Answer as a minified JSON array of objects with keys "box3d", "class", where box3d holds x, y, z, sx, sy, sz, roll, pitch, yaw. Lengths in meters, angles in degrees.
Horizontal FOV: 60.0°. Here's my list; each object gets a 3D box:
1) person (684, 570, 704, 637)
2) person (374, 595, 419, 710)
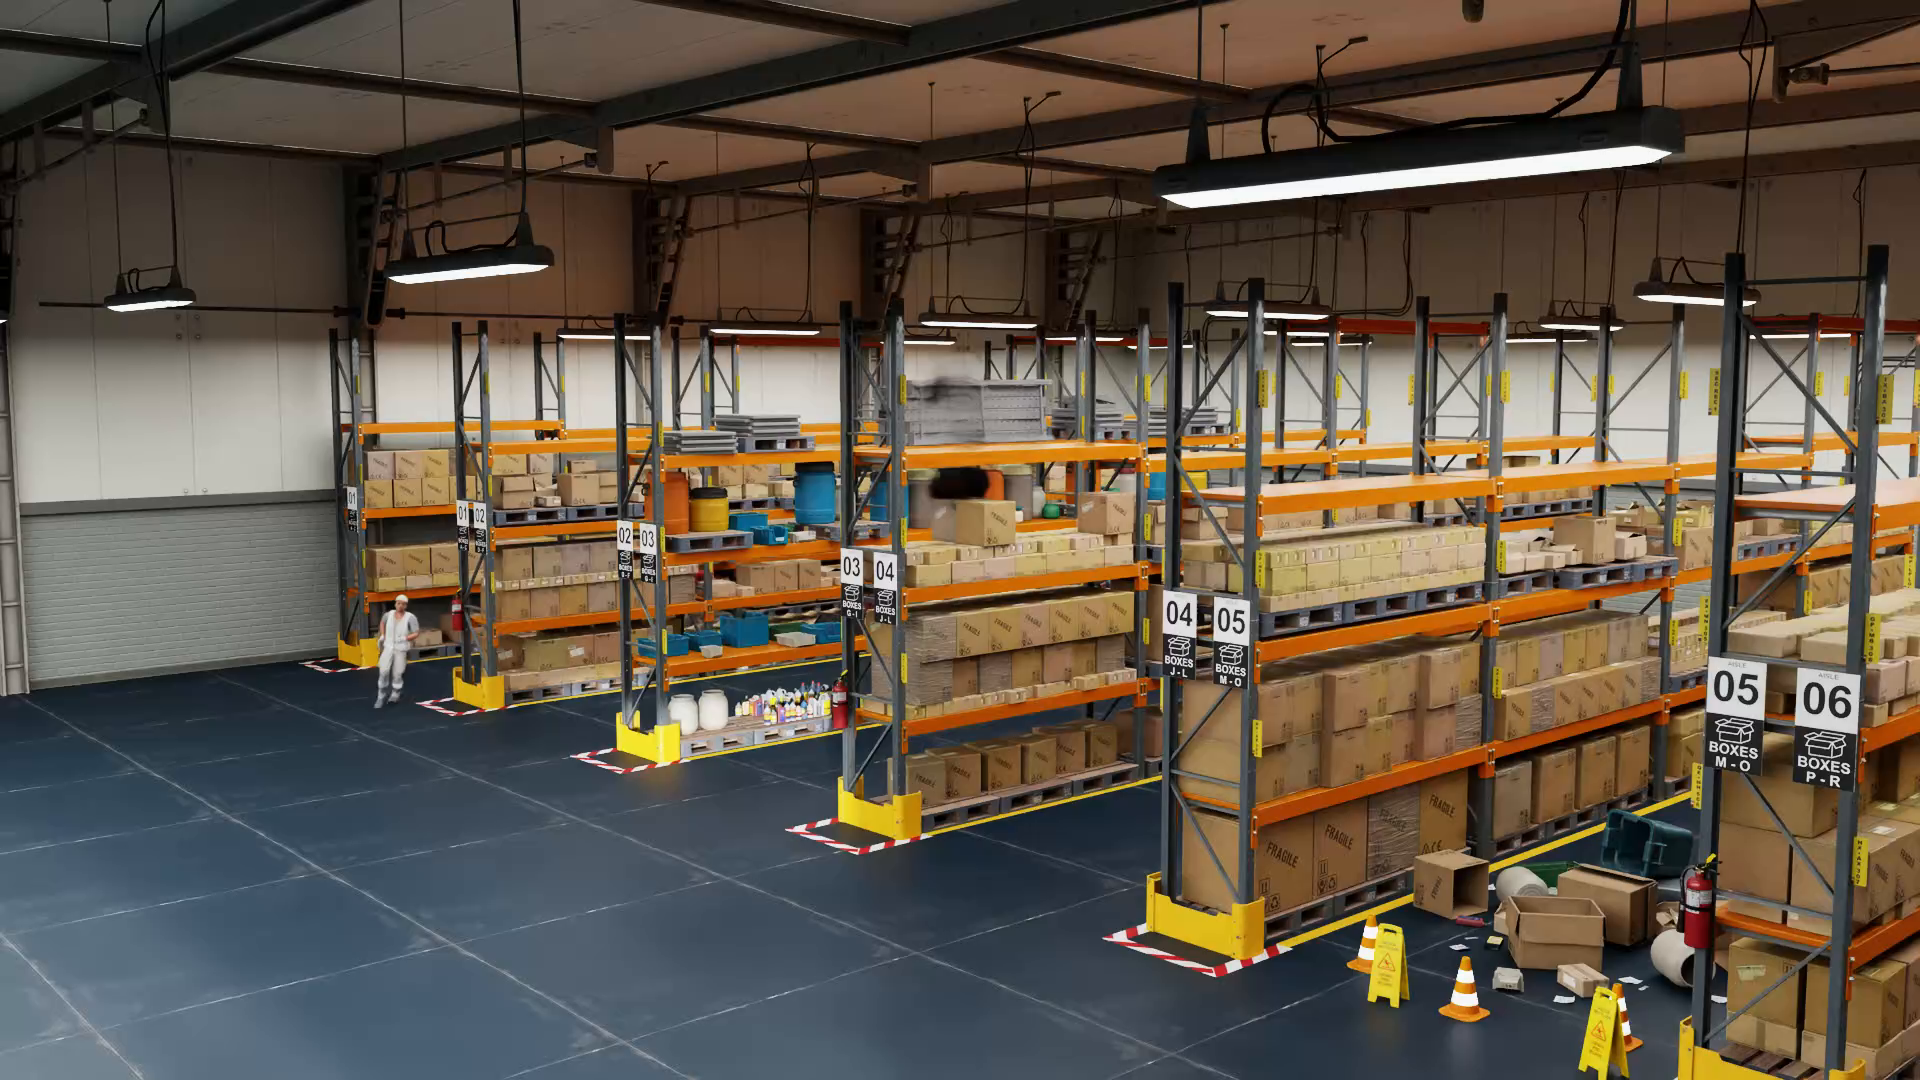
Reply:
[{"box3d":[-5.086,1.206,31.591,0.686,1.779,0.846,4,7,37],"class":"person"},{"box3d":[-8.790,1.741,25.979,0.695,1.785,0.712,-1,6,-5],"class":"person"}]
